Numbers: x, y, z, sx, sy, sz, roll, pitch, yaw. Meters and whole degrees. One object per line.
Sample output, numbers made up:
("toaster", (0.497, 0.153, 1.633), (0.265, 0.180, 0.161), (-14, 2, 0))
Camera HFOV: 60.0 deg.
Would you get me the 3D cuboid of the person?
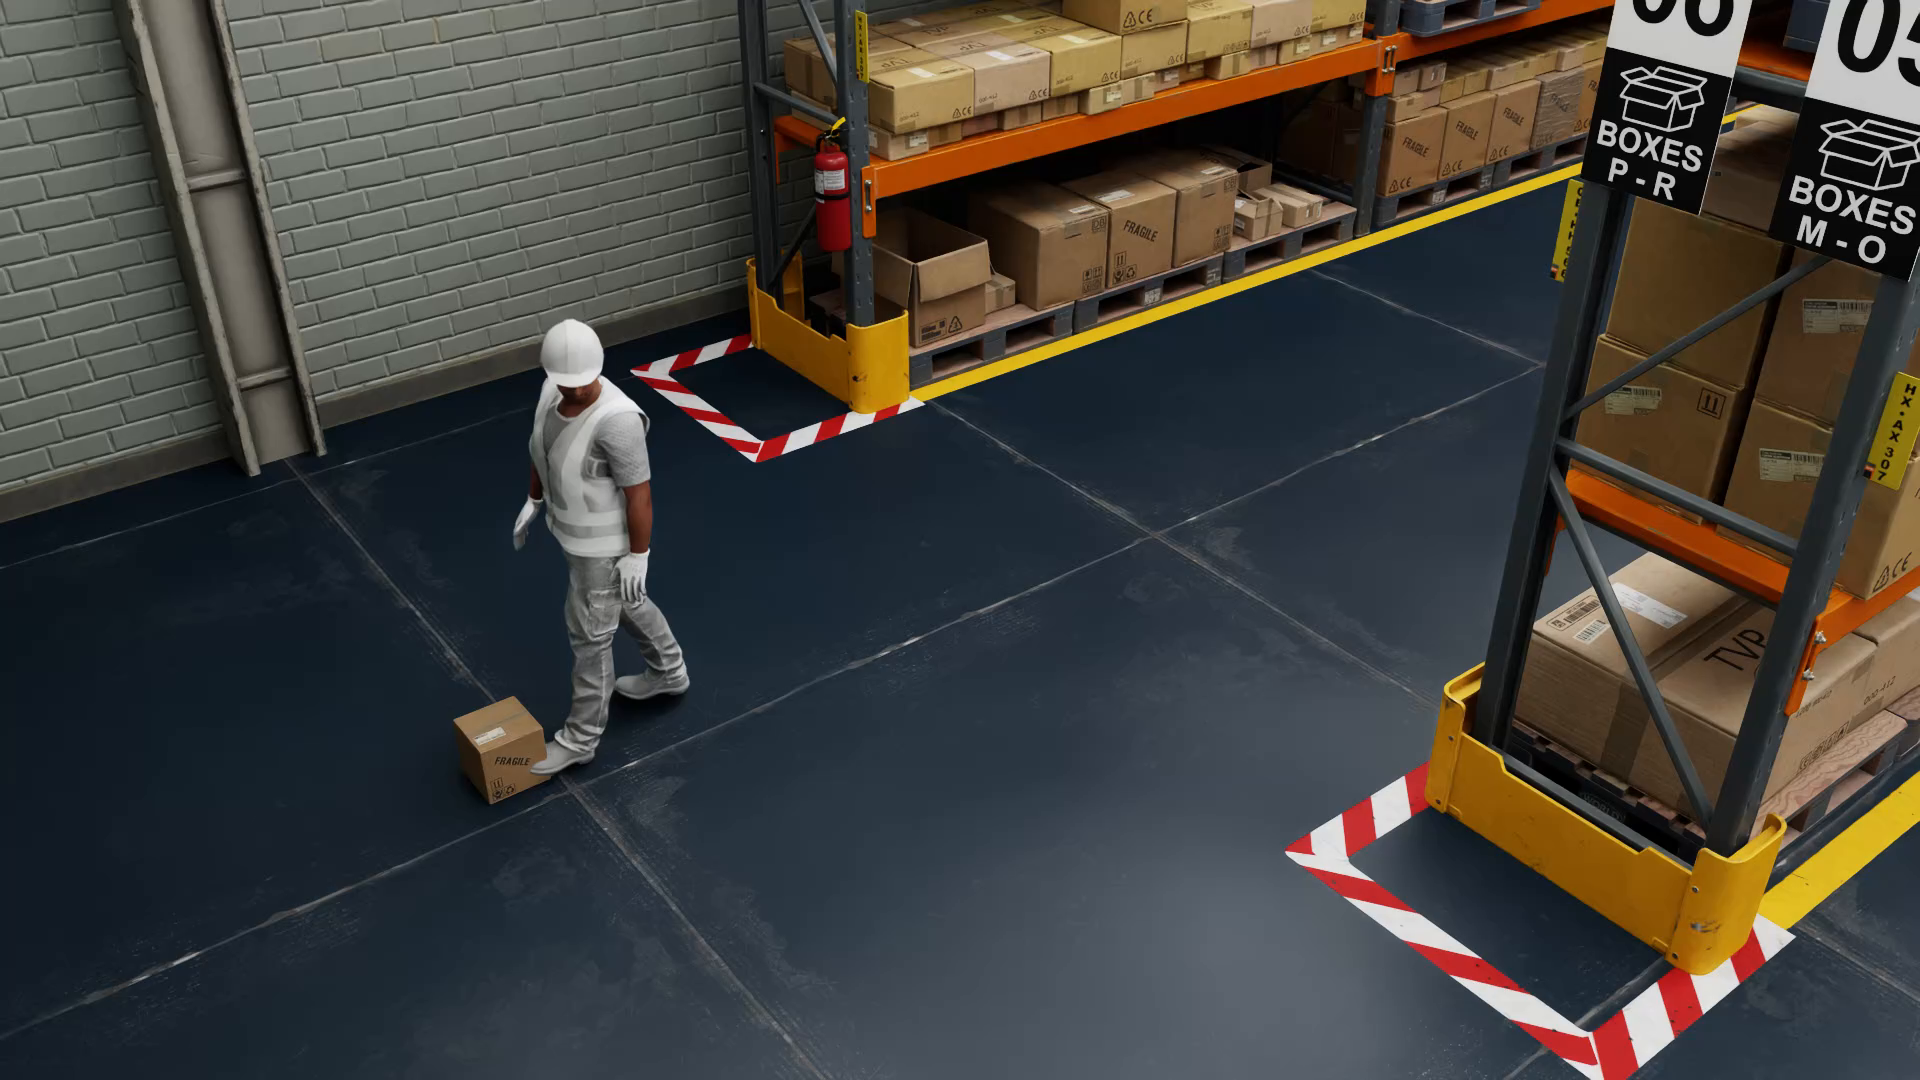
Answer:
("person", (-1.406, -0.004, 6.108), (0.779, 1.774, 0.597), (-18, 36, -26))
